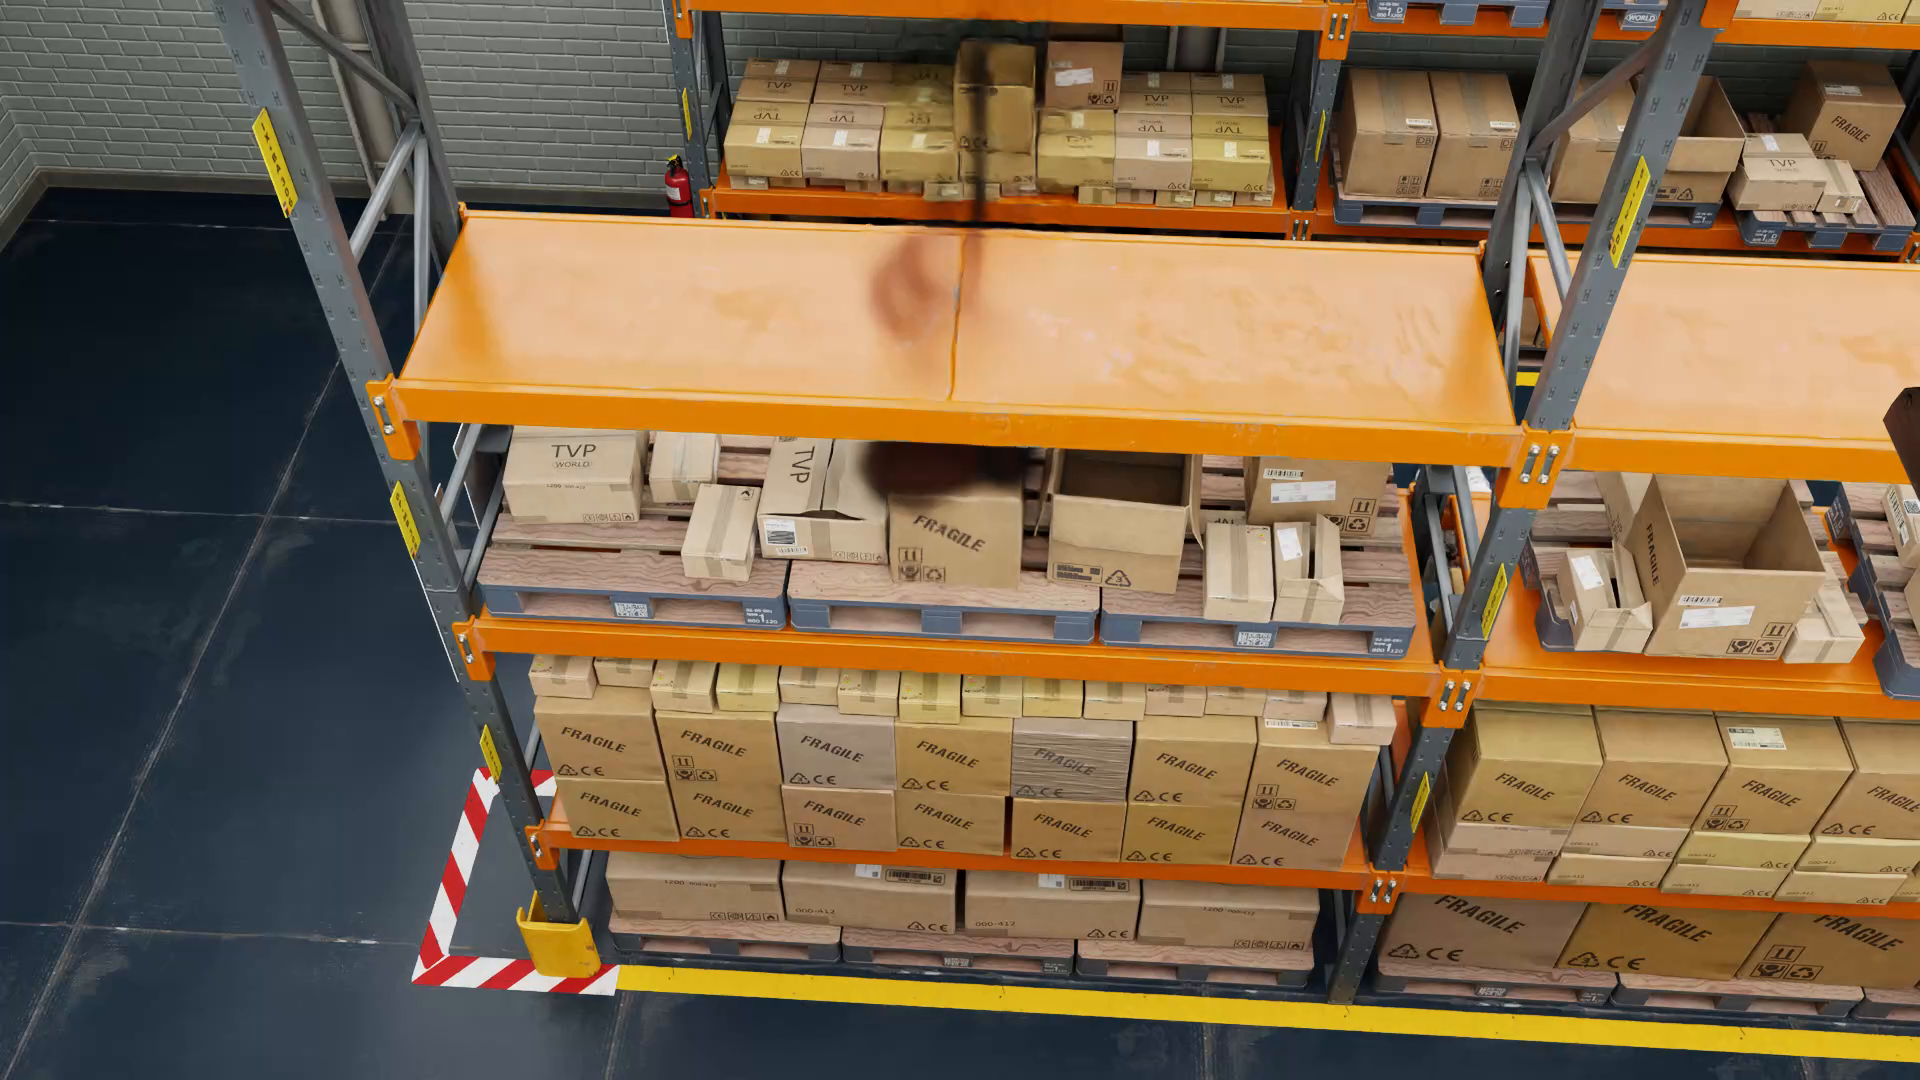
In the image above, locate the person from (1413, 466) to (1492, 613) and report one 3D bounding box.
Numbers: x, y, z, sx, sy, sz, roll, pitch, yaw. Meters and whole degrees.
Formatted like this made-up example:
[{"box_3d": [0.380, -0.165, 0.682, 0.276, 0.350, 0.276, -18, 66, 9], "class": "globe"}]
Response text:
[{"box_3d": [2.817, -0.009, 9.653, 0.751, 1.743, 0.616, -1, 48, -1], "class": "person"}]
